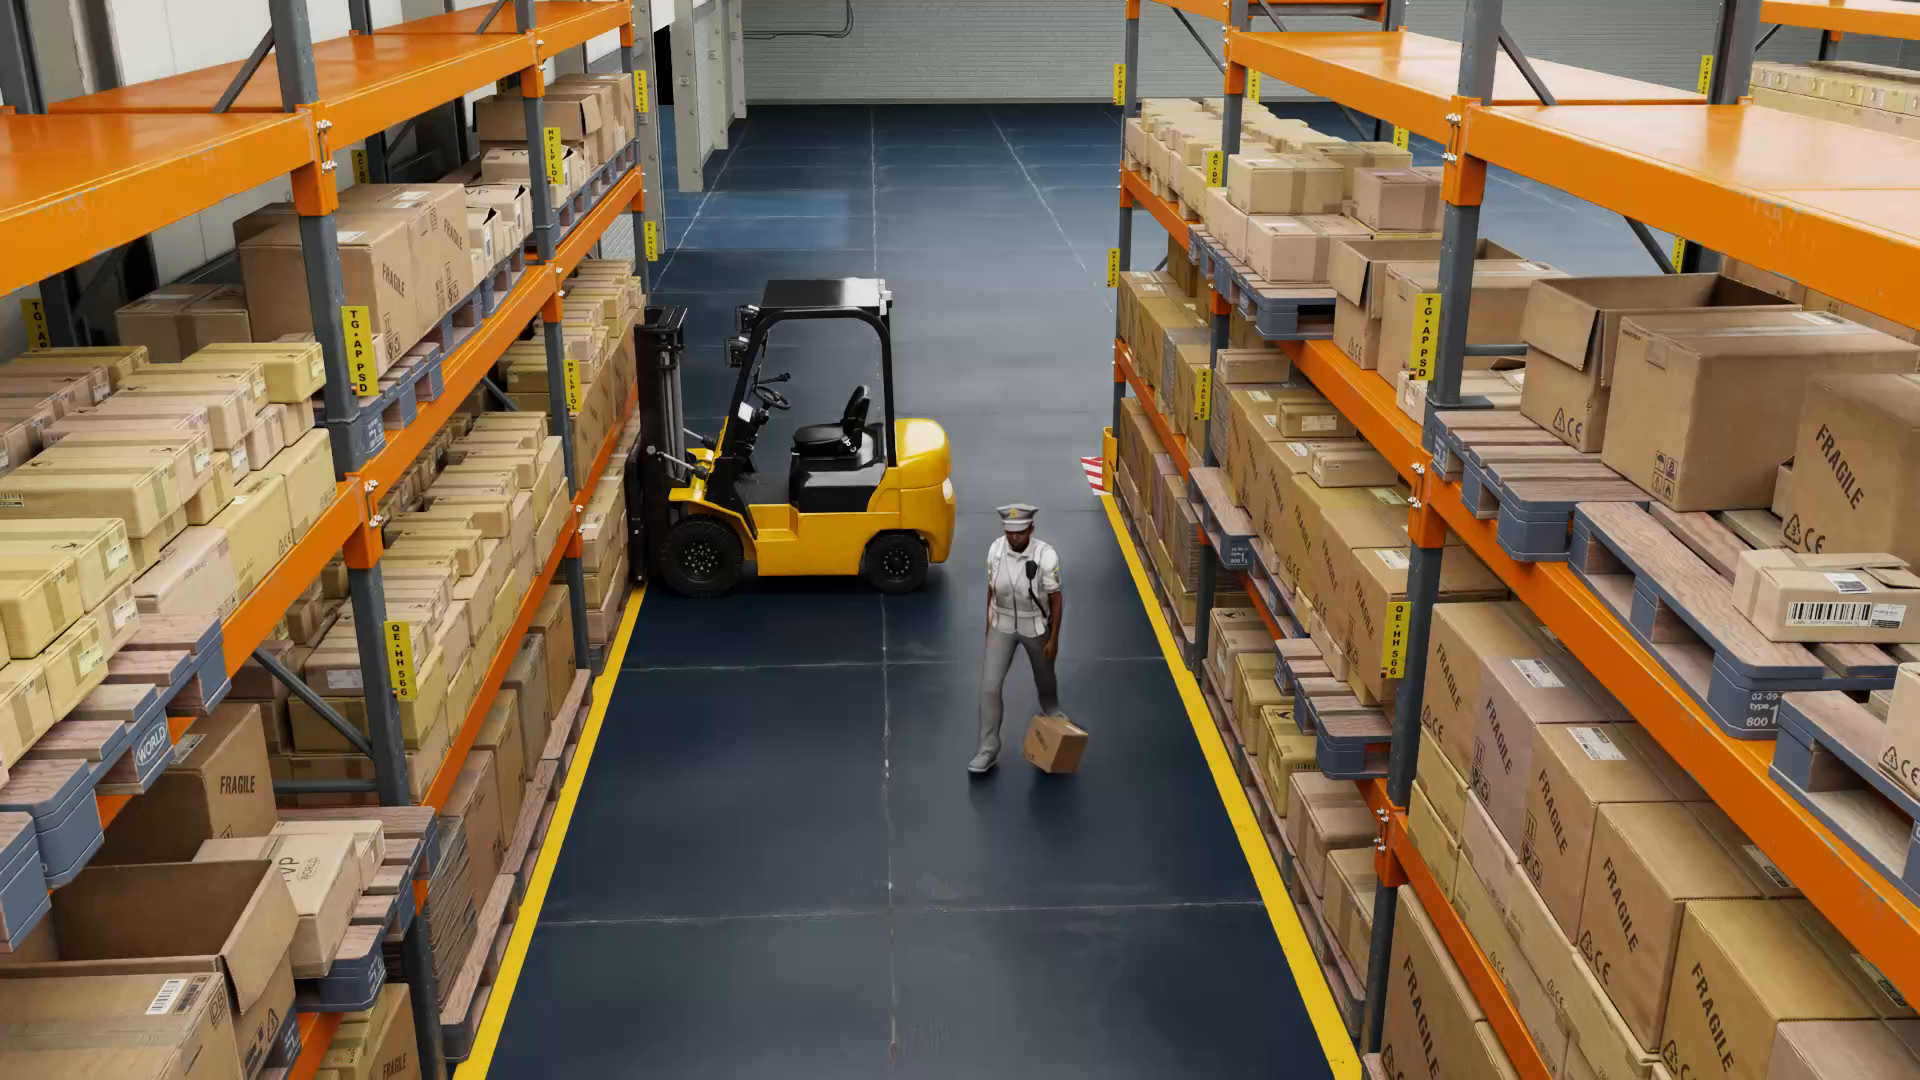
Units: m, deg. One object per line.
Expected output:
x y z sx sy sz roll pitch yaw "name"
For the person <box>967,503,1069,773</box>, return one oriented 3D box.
0.371 0.508 9.759 0.488 1.614 0.946 6 21 15 "person"
